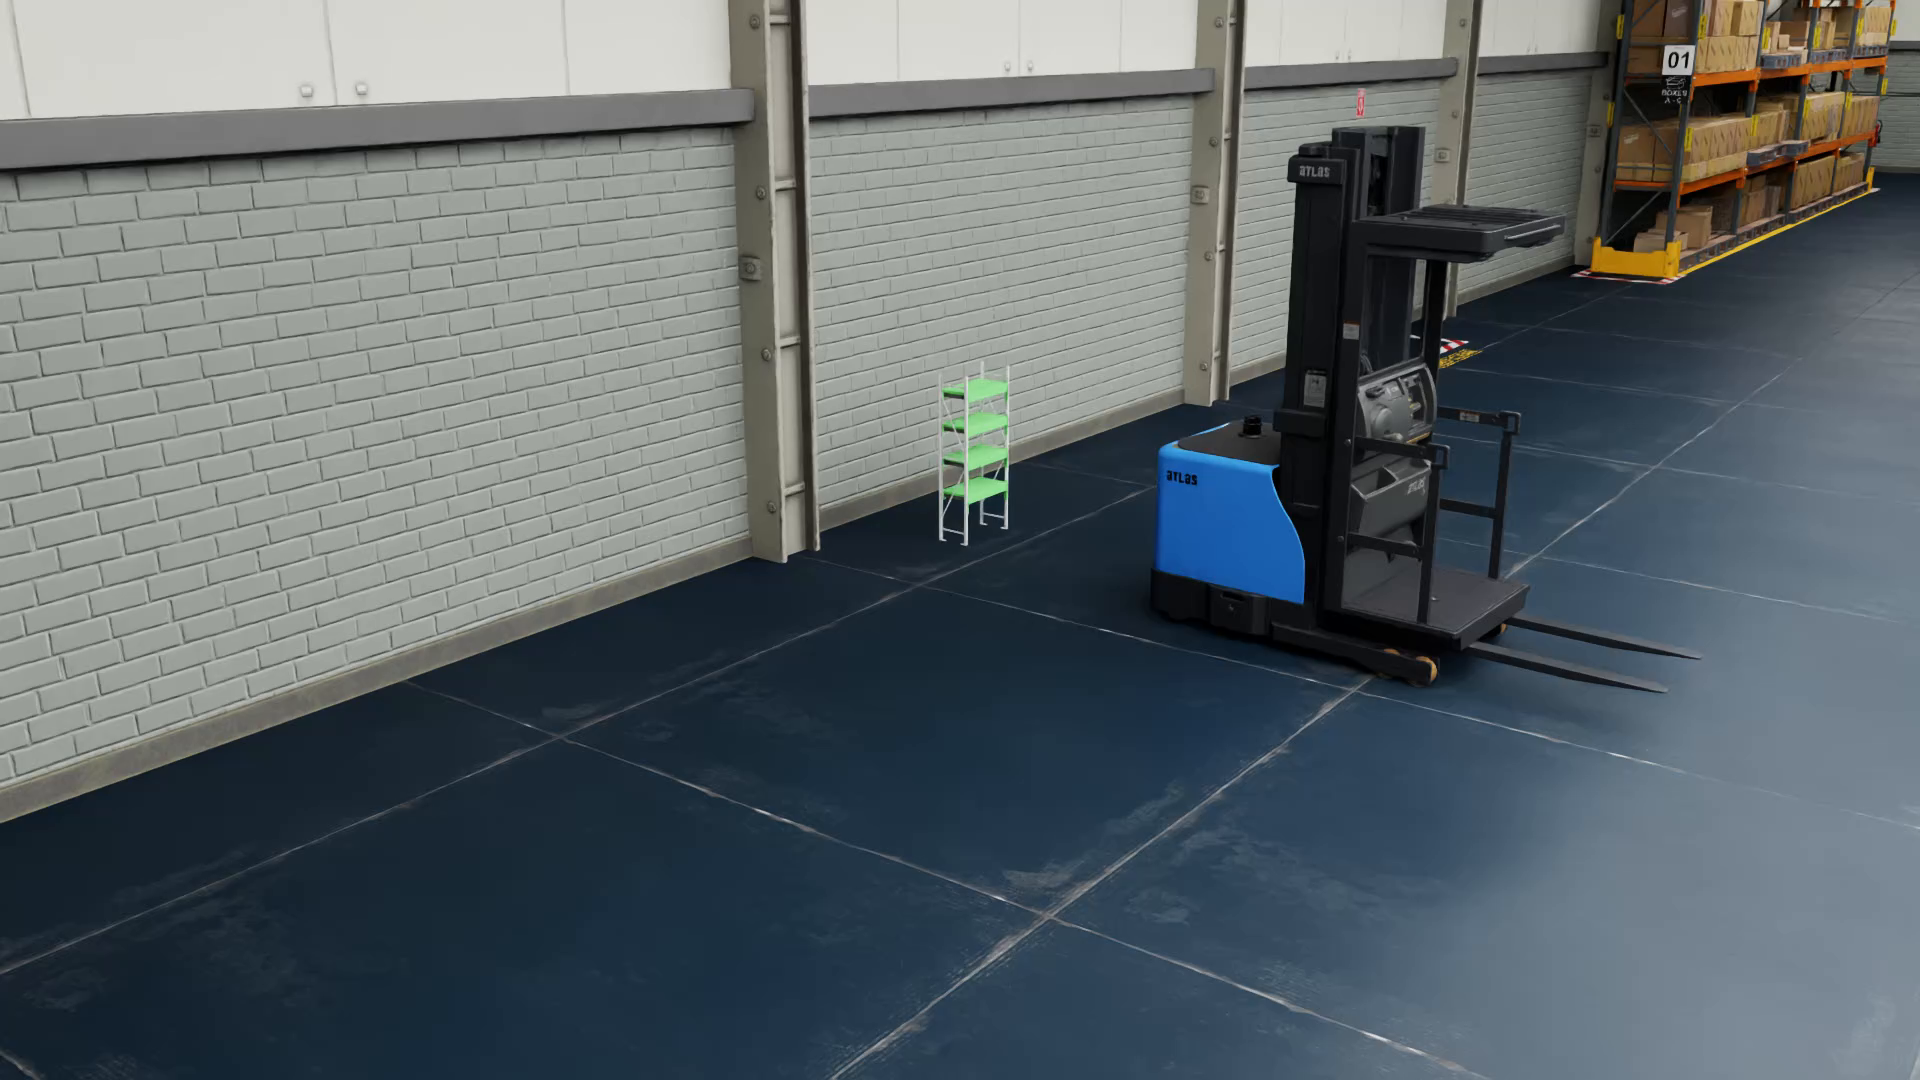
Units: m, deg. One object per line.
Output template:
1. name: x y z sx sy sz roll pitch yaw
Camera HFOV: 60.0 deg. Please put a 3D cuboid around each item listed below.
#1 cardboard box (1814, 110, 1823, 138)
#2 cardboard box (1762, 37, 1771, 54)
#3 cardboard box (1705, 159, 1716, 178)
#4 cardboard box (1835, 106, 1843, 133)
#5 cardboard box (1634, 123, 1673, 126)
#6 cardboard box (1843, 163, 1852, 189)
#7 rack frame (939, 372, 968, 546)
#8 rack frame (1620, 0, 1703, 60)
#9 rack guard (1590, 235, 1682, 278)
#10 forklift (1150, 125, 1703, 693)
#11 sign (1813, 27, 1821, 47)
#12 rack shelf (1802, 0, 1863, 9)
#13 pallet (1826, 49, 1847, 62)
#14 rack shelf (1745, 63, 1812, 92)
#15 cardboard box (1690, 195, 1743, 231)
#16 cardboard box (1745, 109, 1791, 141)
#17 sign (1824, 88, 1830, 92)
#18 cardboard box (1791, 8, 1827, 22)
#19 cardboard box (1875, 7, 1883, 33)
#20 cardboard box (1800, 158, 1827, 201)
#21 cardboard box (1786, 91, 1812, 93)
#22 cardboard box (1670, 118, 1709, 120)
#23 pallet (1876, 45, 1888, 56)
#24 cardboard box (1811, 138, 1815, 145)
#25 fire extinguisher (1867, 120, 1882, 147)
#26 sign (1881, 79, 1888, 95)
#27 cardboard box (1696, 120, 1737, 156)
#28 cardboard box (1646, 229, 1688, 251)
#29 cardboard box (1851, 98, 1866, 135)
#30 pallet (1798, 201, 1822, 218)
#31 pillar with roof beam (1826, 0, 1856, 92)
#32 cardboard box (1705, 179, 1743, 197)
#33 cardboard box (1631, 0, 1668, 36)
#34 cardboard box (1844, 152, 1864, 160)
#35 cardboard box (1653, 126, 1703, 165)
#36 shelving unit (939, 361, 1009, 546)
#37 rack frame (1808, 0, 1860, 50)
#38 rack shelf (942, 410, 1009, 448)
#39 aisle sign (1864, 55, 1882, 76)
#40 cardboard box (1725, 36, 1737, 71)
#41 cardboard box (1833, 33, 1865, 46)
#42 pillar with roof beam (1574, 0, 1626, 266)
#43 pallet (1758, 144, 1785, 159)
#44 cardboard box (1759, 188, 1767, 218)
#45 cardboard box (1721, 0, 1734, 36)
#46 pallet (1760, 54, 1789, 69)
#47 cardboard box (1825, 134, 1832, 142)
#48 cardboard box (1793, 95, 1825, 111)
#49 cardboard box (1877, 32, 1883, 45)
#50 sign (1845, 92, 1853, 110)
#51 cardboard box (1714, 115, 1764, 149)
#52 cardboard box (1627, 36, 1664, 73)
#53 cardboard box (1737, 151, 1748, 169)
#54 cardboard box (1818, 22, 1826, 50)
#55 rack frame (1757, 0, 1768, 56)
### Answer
1. cardboard box: 15.674 -7.732 30.880 0.500 0.500 0.500 12 21 34
2. cardboard box: 12.937 -8.122 27.223 0.500 0.311 0.500 13 22 36
3. cardboard box: 10.949 -5.560 24.810 0.500 0.250 0.500 12 21 34
4. cardboard box: 16.874 -8.219 32.448 0.500 0.500 0.500 12 21 34
5. cardboard box: 10.215 -5.880 24.574 0.500 0.500 0.500 13 21 35
6. cardboard box: 18.084 -7.581 34.606 0.700 0.500 0.500 13 21 36
7. rack frame: -0.047 -0.554 11.506 0.240 1.200 0.015 12 21 35
8. rack frame: 9.797 -8.181 22.914 1.000 3.000 0.127 12 21 35
9. rack guard: 9.842 -4.140 24.232 1.175 0.500 0.348 12 21 35
10. forklift: 2.632 -0.768 9.276 3.031 2.935 1.130 13 22 37
11. sign: 14.998 -8.804 29.107 0.100 0.325 0.005 12 21 35
12. rack shelf: 15.755 -10.028 30.749 1.077 0.370 4.000 12 21 35
13. pallet: 16.440 -9.288 31.859 0.805 0.209 1.217 11 21 33
14. rack shelf: 13.372 -7.834 28.067 1.077 0.370 4.000 12 21 35
15. cardboard box: 12.605 -5.463 27.751 0.700 0.500 0.500 13 22 37
16. cardboard box: 14.291 -7.365 29.493 0.700 0.500 0.500 10 20 28
17. sign: 18.888 -9.677 36.255 0.100 0.325 0.005 12 21 35
18. cardboard box: 16.000 -9.902 31.339 0.500 0.250 0.500 12 21 33
19. cardboard box: 18.502 -10.628 33.965 0.500 0.500 0.500 11 21 32
20. cardboard box: 16.137 -6.958 32.008 0.750 0.750 0.750 13 22 36
21. cardboard box: 16.463 -8.668 32.629 0.500 0.250 0.500 13 22 36
22. cardboard box: 11.421 -6.367 26.143 0.500 0.500 0.500 12 21 34
23. pallet: 18.896 -10.338 35.068 1.003 0.211 1.213 12 21 35
24. cardboard box: 15.851 -7.515 31.277 0.380 0.149 0.250 13 21 35
25. fire extinguisher: 19.791 -8.866 35.995 0.296 0.674 0.183 12 21 35
26. sign: 19.758 -9.693 35.549 0.100 0.325 0.005 12 21 35
27. cardboard box: 11.545 -6.159 25.474 0.500 0.500 0.500 12 21 33
28. cardboard box: 10.621 -4.526 25.053 0.500 0.311 0.500 15 22 39
29. cardboard box: 18.148 -8.791 34.490 0.980 0.700 0.700 11 20 32
30. pallet: 15.821 -6.353 31.846 1.003 0.211 1.213 12 21 35
31. pillar with roof beam: 23.701 -12.027 35.298 9.100 9.000 0.400 12 21 35
32. cardboard box: 12.865 -5.927 27.979 0.500 0.250 0.500 12 21 34
33. cardboard box: 9.844 -7.432 23.672 0.500 0.500 0.500 14 22 37
34. cardboard box: 19.063 -8.196 35.491 0.380 0.149 0.250 12 21 34
35. cardboard box: 10.323 -5.672 23.906 0.500 0.500 0.500 12 21 35
36. shelving unit: 0.099 -0.612 11.693 0.258 1.200 0.503 12 21 35
37. rack frame: 16.947 -11.039 32.117 1.000 3.000 0.127 12 21 35
38. rack shelf: 0.099 -0.781 11.641 0.258 0.148 0.480 12 21 35
39. aisle sign: 19.614 -10.332 35.574 0.394 0.787 0.004 12 21 35
40. cardboard box: 11.154 -7.218 24.670 0.500 0.500 0.500 14 22 38
41. cardboard box: 17.570 -9.901 32.887 0.500 0.250 0.500 12 21 35
42. pillar with roof beam: 12.976 -7.740 21.493 9.100 9.000 0.400 12 21 35
43. pallet: 13.417 -6.651 28.426 1.003 0.211 1.213 12 21 35
44. cardboard box: 13.776 -5.955 29.334 0.700 0.500 0.500 12 21 35
45. cardboard box: 10.857 -7.566 24.105 0.500 0.500 0.500 13 22 36
46. pallet: 12.633 -7.739 26.867 1.213 0.211 1.003 12 21 35
47. cardboard box: 16.540 -7.741 32.005 0.380 0.149 0.250 12 21 35
48. cardboard box: 15.655 -8.089 30.766 0.500 0.250 0.500 13 21 35
49. cardboard box: 18.798 -10.390 34.463 0.500 0.250 0.500 11 21 33
50. sign: 17.388 -8.595 32.546 0.100 0.325 0.005 12 21 35
51. cardboard box: 12.849 -6.773 27.587 0.700 0.500 0.500 15 23 40
52. cardboard box: 9.842 -6.950 23.805 0.500 0.500 0.500 14 22 39
53. cardboard box: 12.141 -6.040 26.355 0.500 0.250 0.500 12 21 35
54. cardboard box: 15.704 -9.422 31.058 0.700 0.500 0.500 12 21 35
55. rack frame: 12.180 -9.133 25.981 1.000 3.000 0.127 12 21 35
